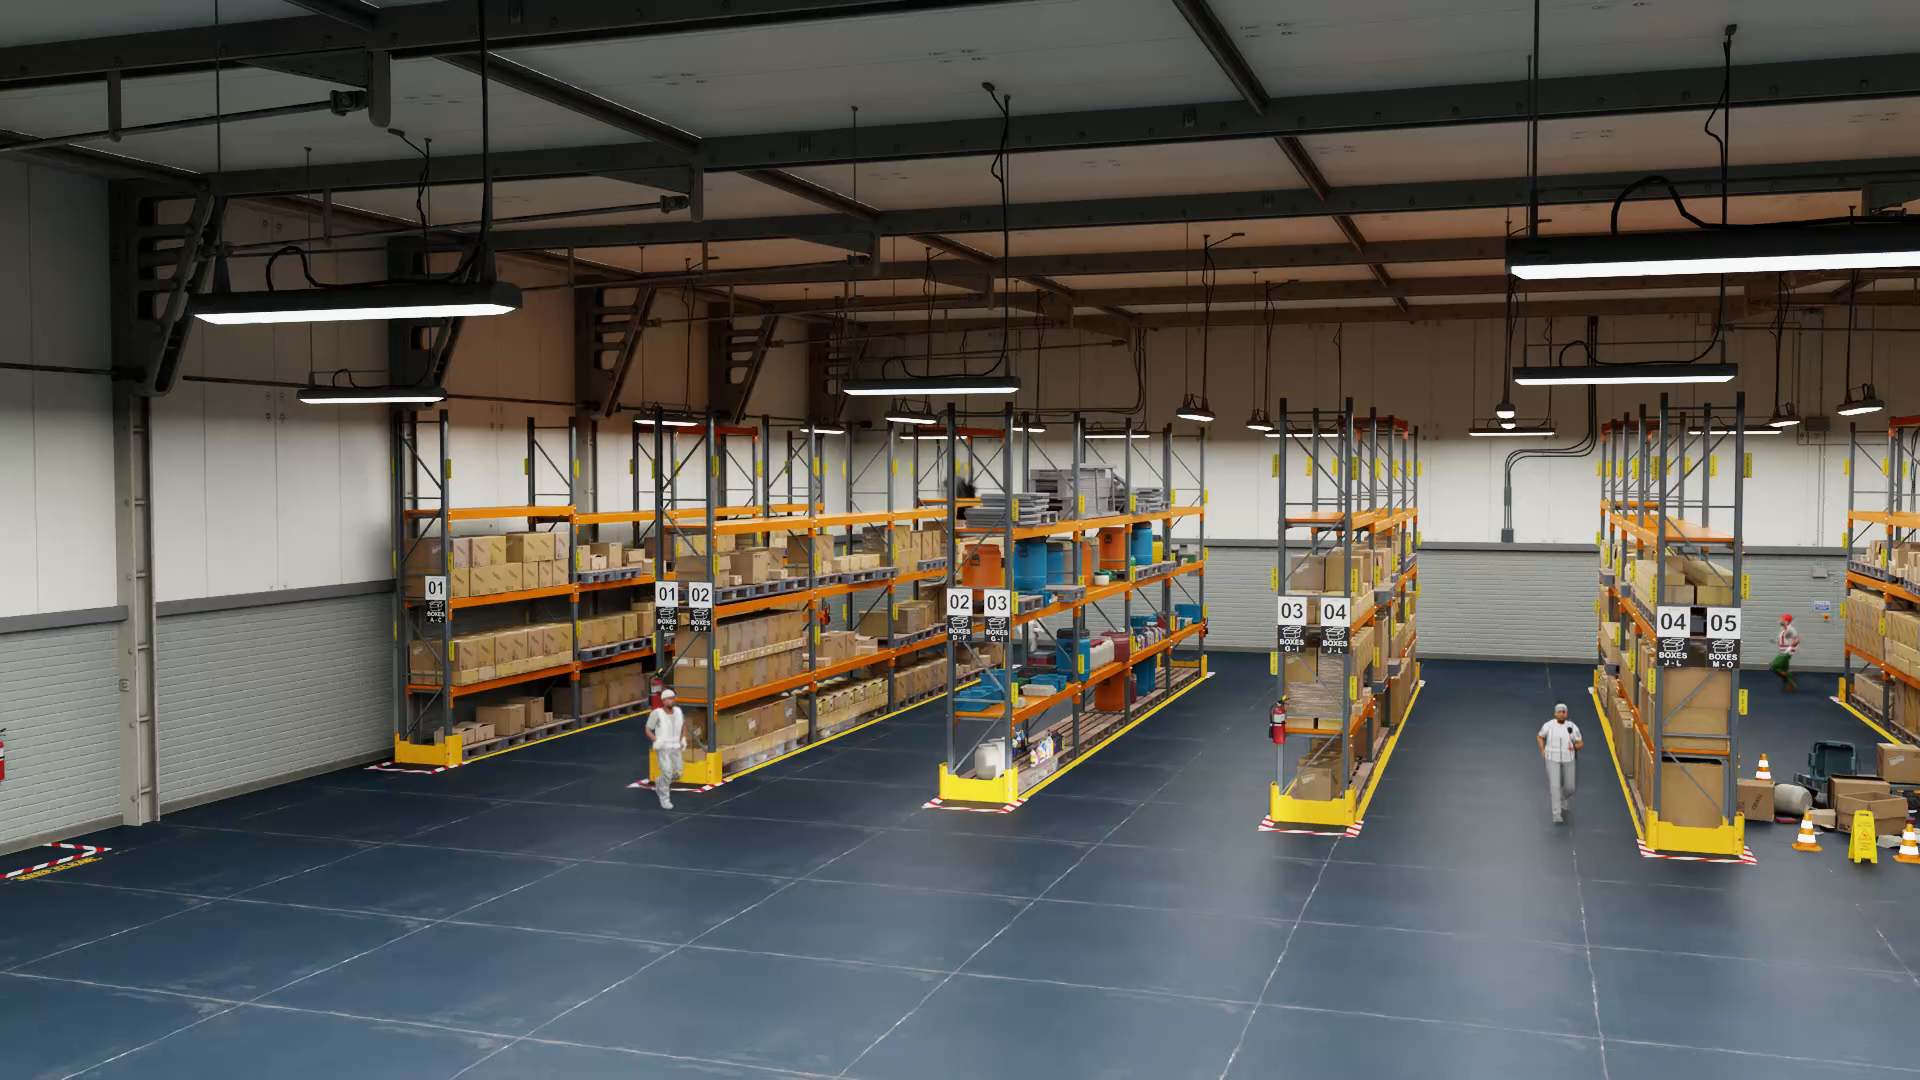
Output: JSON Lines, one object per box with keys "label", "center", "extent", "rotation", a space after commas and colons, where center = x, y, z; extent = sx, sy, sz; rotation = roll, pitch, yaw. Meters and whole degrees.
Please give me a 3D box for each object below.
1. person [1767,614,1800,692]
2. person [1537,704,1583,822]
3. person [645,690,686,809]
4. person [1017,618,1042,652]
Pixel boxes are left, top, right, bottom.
{"label": "person", "center": [18.412, 2.525, 37.221], "extent": [0.629, 1.742, 0.693], "rotation": [1, 3, 20]}
{"label": "person", "center": [8.584, 3.159, 23.785], "extent": [0.620, 1.635, 0.824], "rotation": [1, 3, 15]}
{"label": "person", "center": [-4.361, 3.083, 24.689], "extent": [0.723, 1.743, 0.644], "rotation": [-2, 3, -44]}
{"label": "person", "center": [1.572, 2.291, 37.901], "extent": [0.599, 1.732, 0.594], "rotation": [0, 2, 10]}
